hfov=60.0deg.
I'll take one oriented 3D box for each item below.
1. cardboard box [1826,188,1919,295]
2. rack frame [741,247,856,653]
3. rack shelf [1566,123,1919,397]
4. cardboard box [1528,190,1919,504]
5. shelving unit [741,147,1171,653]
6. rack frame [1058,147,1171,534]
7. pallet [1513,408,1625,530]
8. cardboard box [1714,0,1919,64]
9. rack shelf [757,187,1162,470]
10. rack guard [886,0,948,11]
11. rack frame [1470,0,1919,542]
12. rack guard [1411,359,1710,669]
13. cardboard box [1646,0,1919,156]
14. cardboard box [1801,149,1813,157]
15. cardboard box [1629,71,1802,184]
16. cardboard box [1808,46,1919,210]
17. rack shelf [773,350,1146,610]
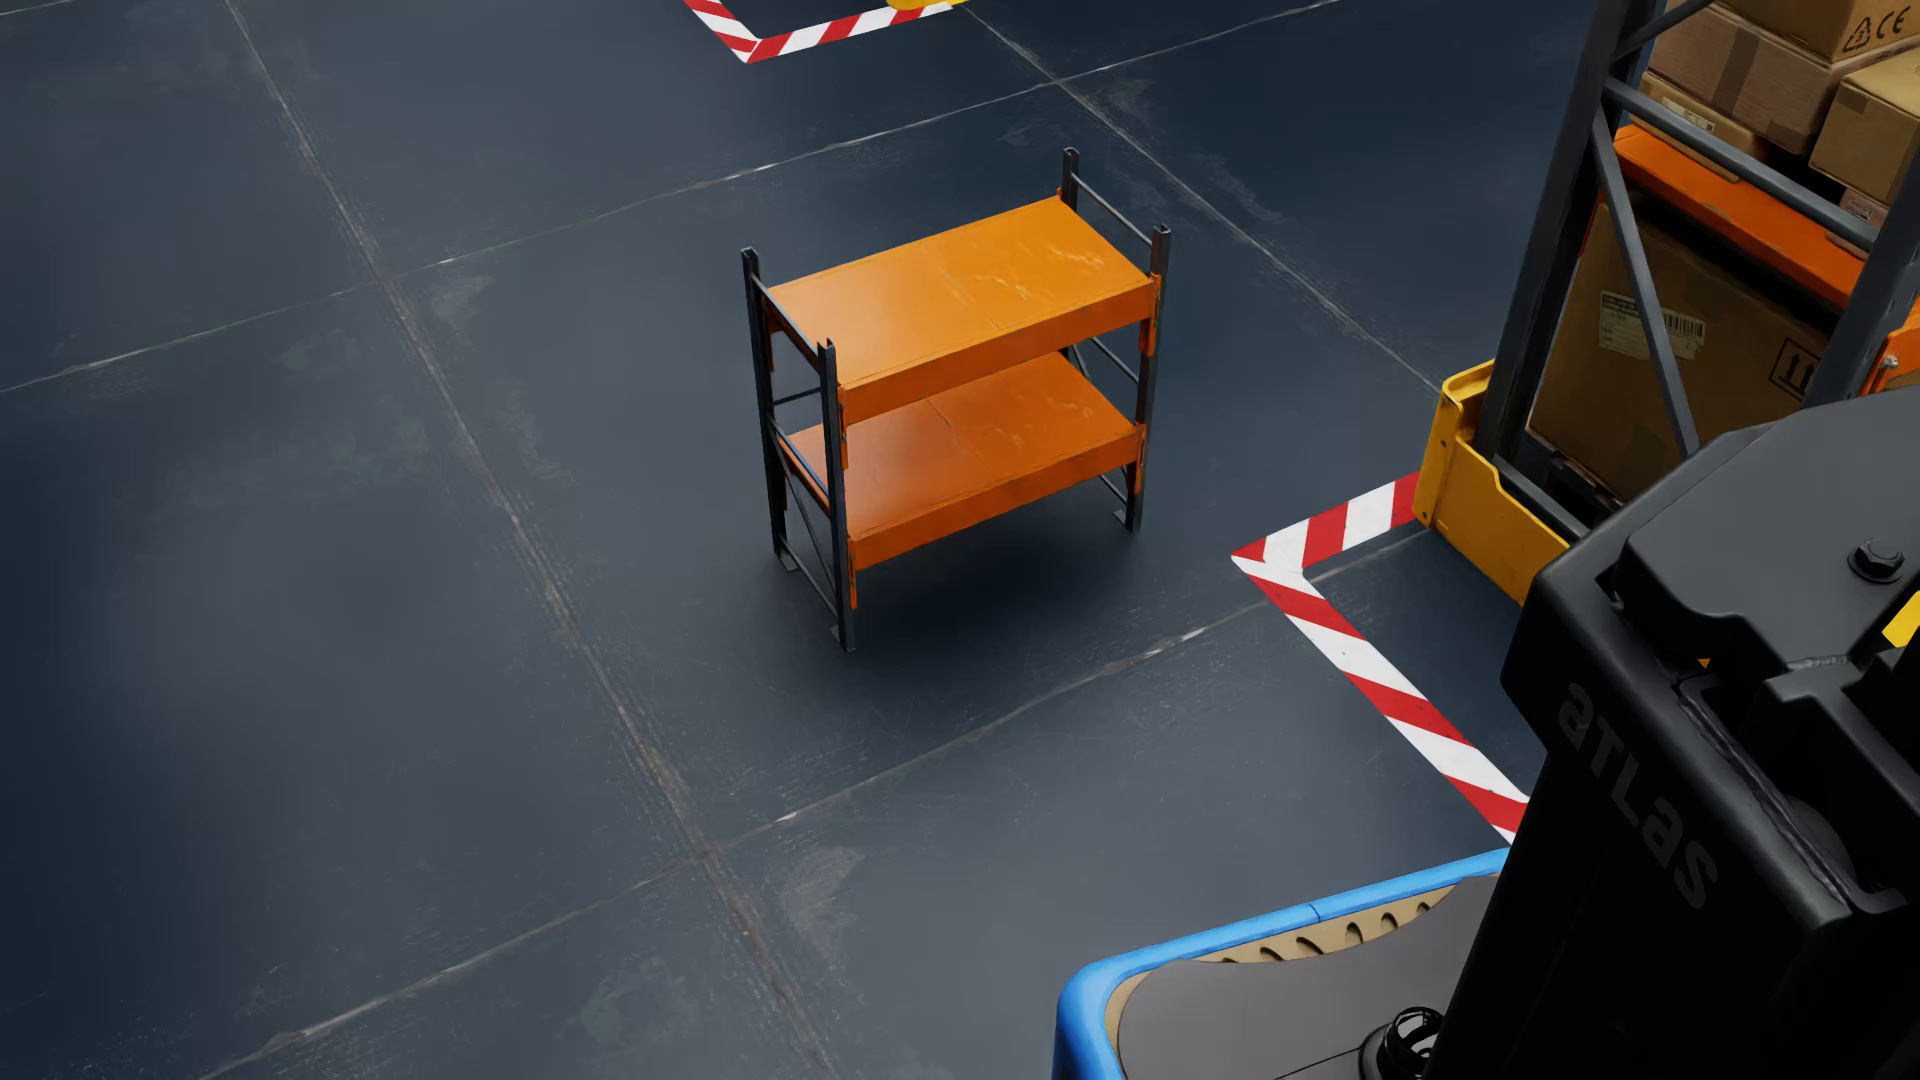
[{"bbox_3d":[2.361,-0.736,4.035,0.250,0.149,0.380,-21,48,-21],"label":"cardboard box"},{"bbox_3d":[-0.447,-0.225,4.674,0.032,1.125,0.500,-22,48,-21],"label":"rack frame"},{"bbox_3d":[3.623,-1.338,4.991,4.000,0.370,1.077,-22,48,-21],"label":"rack shelf"},{"bbox_3d":[2.404,-0.561,4.898,0.875,0.875,0.875,-22,48,-21],"label":"cardboard box"},{"bbox_3d":[-0.006,-0.401,4.856,1.048,1.125,0.538,-22,48,-21],"label":"shelving unit"},{"bbox_3d":[0.435,-0.578,5.038,0.032,1.125,0.500,-22,48,-21],"label":"rack frame"},{"bbox_3d":[2.543,-0.226,5.331,1.213,0.211,1.003,-22,48,-21],"label":"pallet"},{"bbox_3d":[2.180,-1.552,4.051,0.500,0.500,0.500,-21,48,-20],"label":"cardboard box"},{"bbox_3d":[-0.006,-0.611,4.652,1.000,0.278,0.538,-22,48,-21],"label":"rack shelf"},{"bbox_3d":[-0.429,-3.061,8.046,0.348,0.500,1.175,-22,48,-21],"label":"rack guard"},{"bbox_3d":[1.889,-0.902,4.026,0.127,3.000,1.000,-22,48,-21],"label":"rack frame"},{"bbox_3d":[1.868,0.003,4.888,0.348,0.500,1.175,-22,48,-21],"label":"rack guard"},{"bbox_3d":[2.177,-1.283,4.313,0.500,0.250,0.500,-23,48,-22],"label":"cardboard box"},{"bbox_3d":[2.258,-1.225,4.539,0.250,0.149,0.380,-21,48,-21],"label":"cardboard box"},{"bbox_3d":[2.034,-1.134,4.445,0.250,0.149,0.380,-21,48,-20],"label":"cardboard box"},{"bbox_3d":[2.440,-0.958,3.978,0.500,0.250,0.500,-23,49,-22],"label":"cardboard box"},{"bbox_3d":[-0.006,-0.226,5.026,1.000,0.278,0.538,-22,48,-21],"label":"rack shelf"}]
